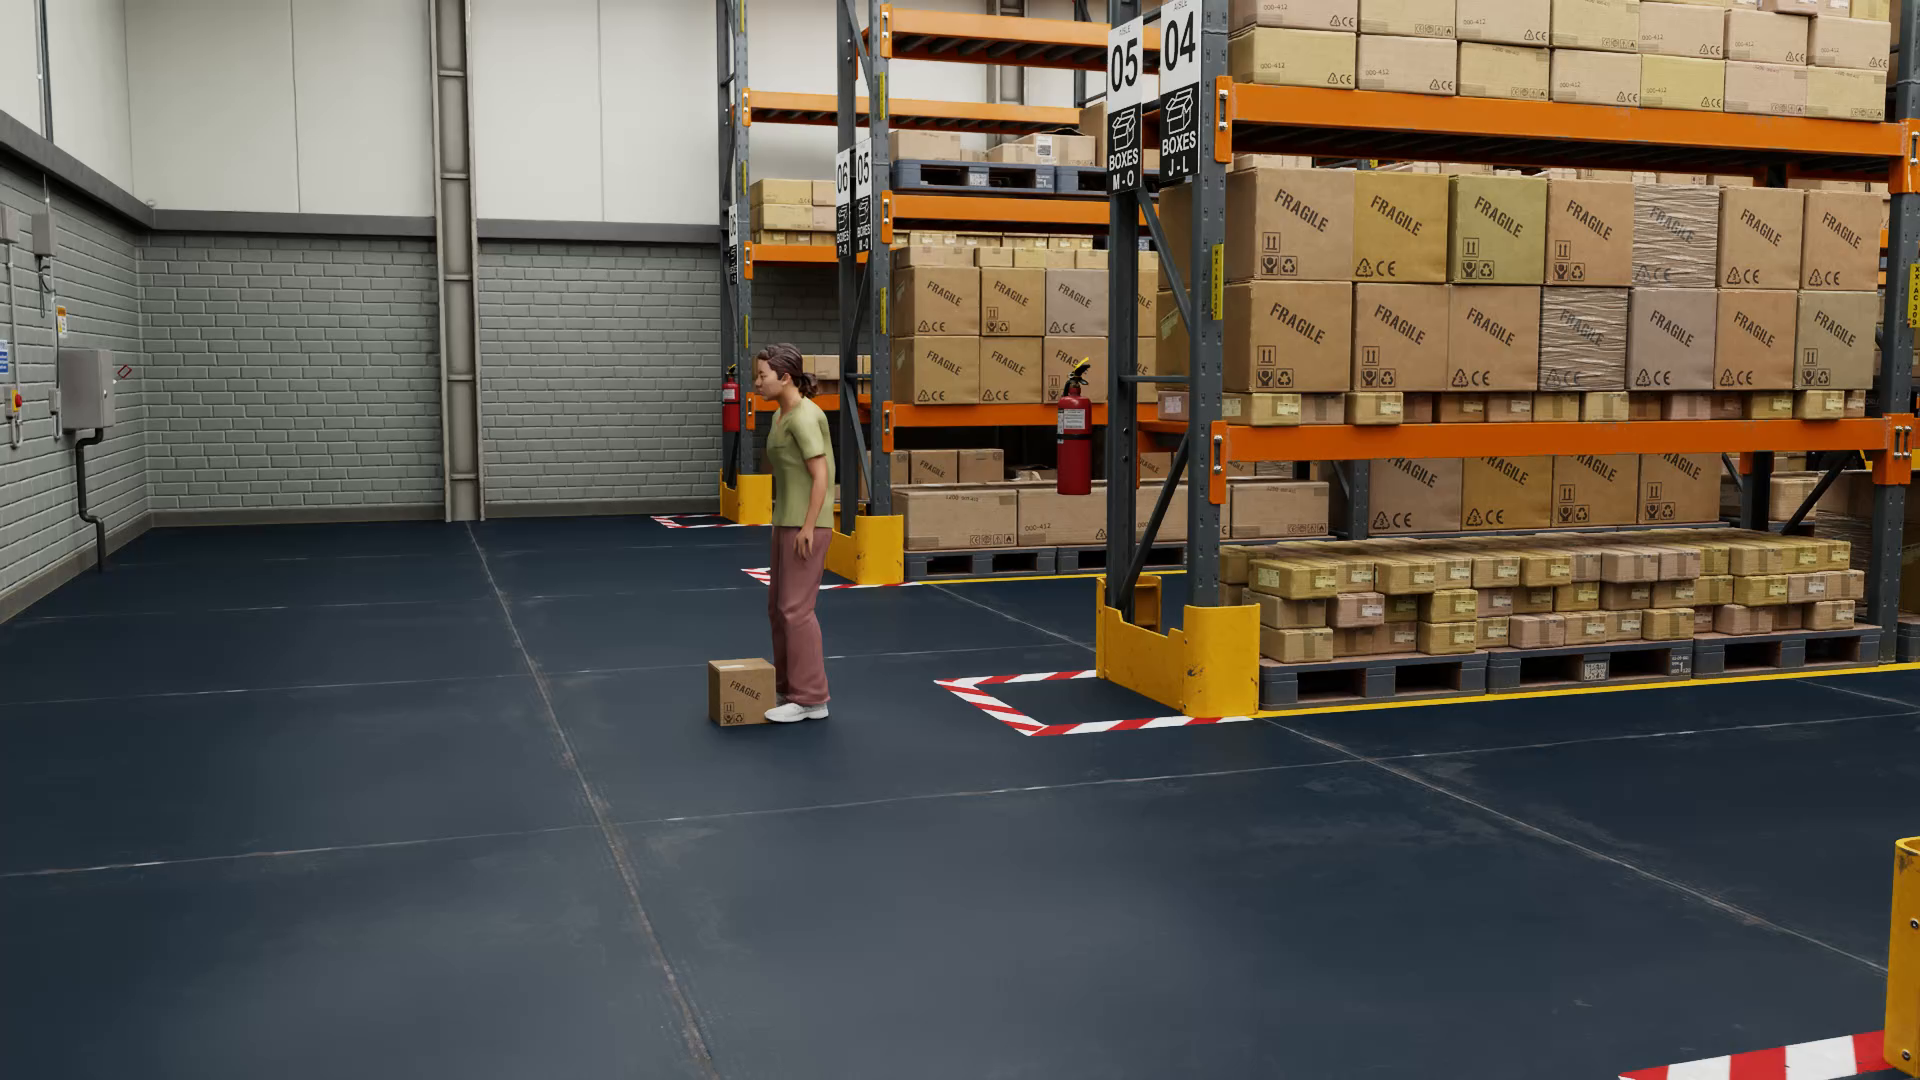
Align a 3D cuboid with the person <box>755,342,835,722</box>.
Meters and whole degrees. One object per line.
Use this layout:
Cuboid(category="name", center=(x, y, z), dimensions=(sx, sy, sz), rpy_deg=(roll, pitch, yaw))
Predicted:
Cuboid(category="person", center=(-0.741, -0.040, 7.423), dimensions=(0.352, 1.672, 0.504), rpy_deg=(-2, 6, -20))
